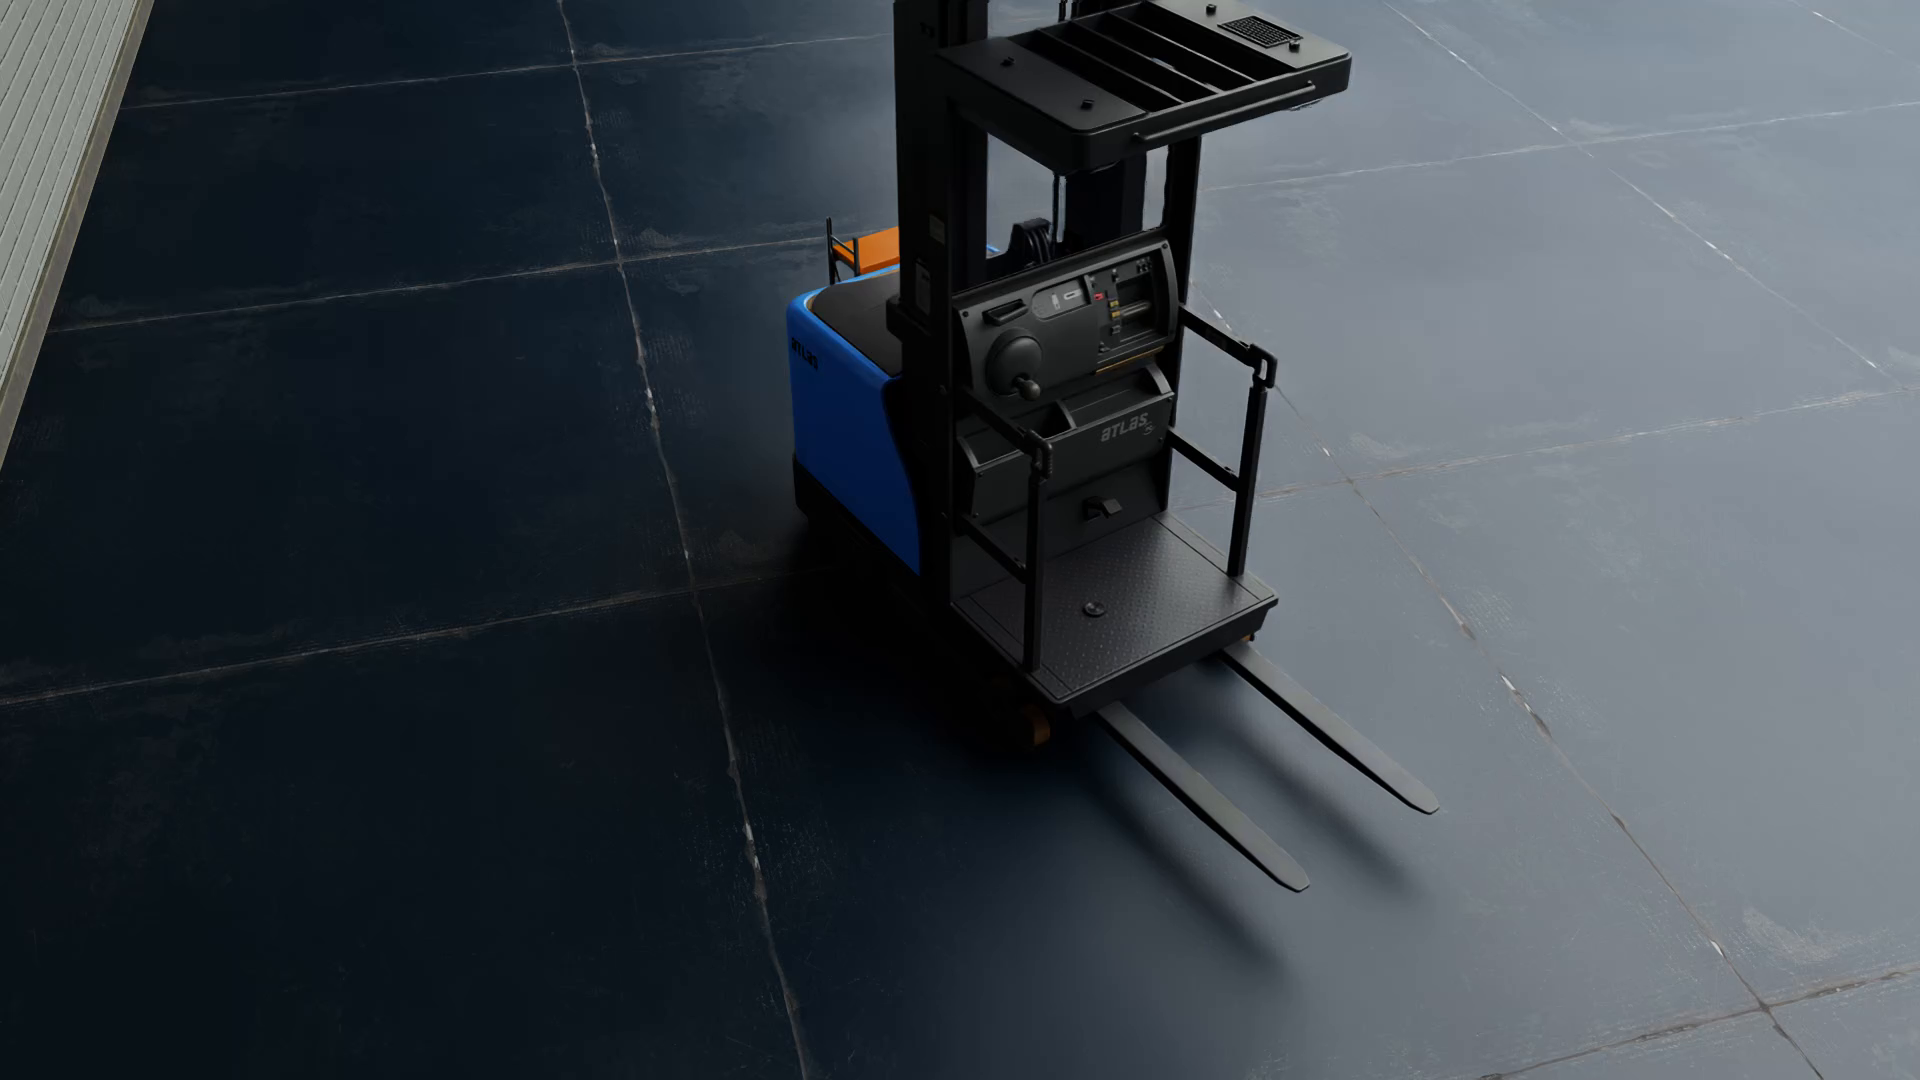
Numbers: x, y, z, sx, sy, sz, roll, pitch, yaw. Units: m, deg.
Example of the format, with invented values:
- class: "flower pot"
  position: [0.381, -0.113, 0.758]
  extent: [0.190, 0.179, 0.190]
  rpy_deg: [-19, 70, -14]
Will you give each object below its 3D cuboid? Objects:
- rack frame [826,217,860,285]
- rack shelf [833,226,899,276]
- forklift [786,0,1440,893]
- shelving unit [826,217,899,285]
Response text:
- class: "rack frame"
  position: [-0.495, -0.836, 7.354]
  extent: [0.015, 1.200, 0.240]
  rpy_deg: [-23, 43, -27]
- class: "rack shelf"
  position: [-0.294, -1.232, 7.225]
  extent: [0.480, 0.148, 0.258]
  rpy_deg: [-23, 43, -27]
- class: "forklift"
  position: [0.518, -0.719, 5.777]
  extent: [1.130, 2.935, 3.031]
  rpy_deg: [-23, 43, -27]
- class: "shelving unit"
  position: [-0.293, -0.919, 7.463]
  extent: [0.503, 1.200, 0.258]
  rpy_deg: [-23, 43, -27]
